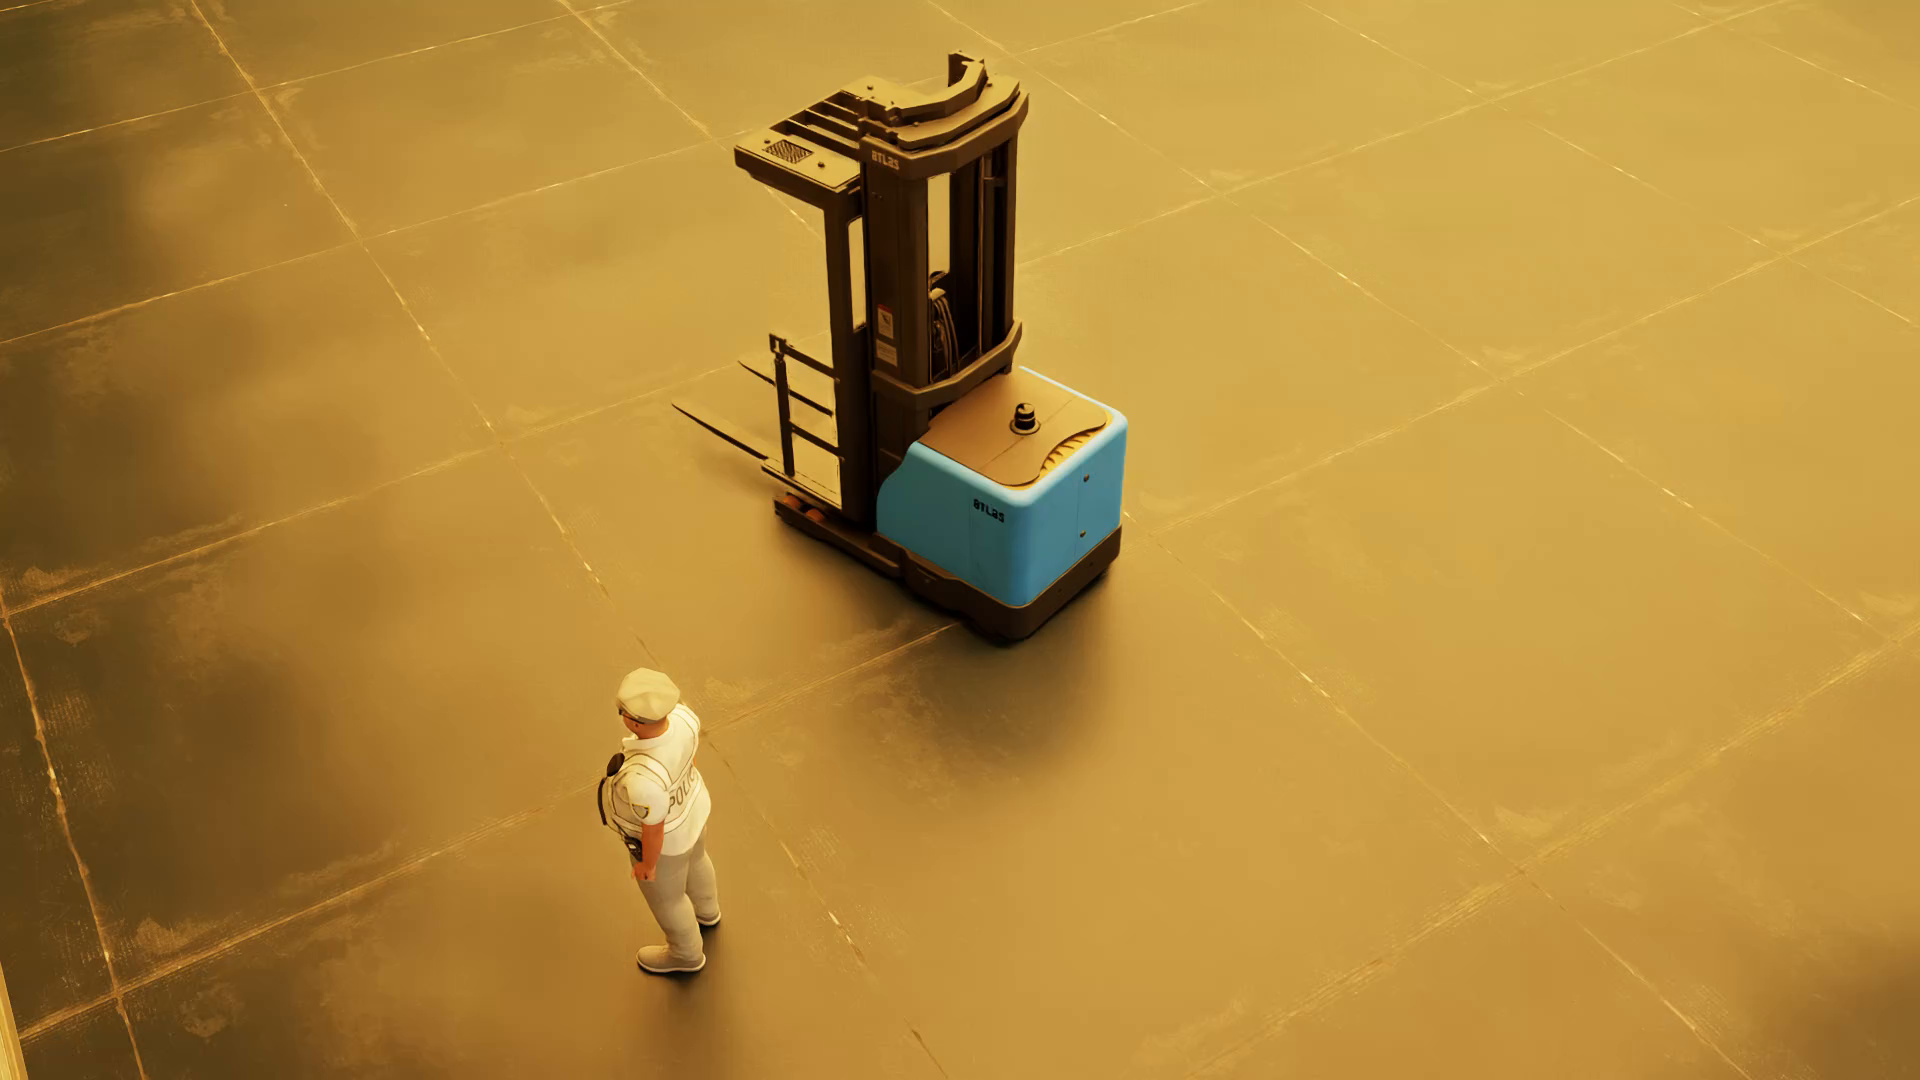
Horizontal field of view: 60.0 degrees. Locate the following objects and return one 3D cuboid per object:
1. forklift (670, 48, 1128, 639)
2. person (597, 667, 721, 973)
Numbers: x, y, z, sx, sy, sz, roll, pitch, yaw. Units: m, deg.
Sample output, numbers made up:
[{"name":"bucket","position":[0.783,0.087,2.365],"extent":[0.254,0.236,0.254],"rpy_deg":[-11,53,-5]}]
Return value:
[{"name":"forklift","position":[-0.505,-1.367,9.435],"extent":[3.031,2.935,1.130],"rpy_deg":[29,49,29]},{"name":"person","position":[-1.312,1.243,7.332],"extent":[0.396,1.774,0.523],"rpy_deg":[10,42,11]}]
